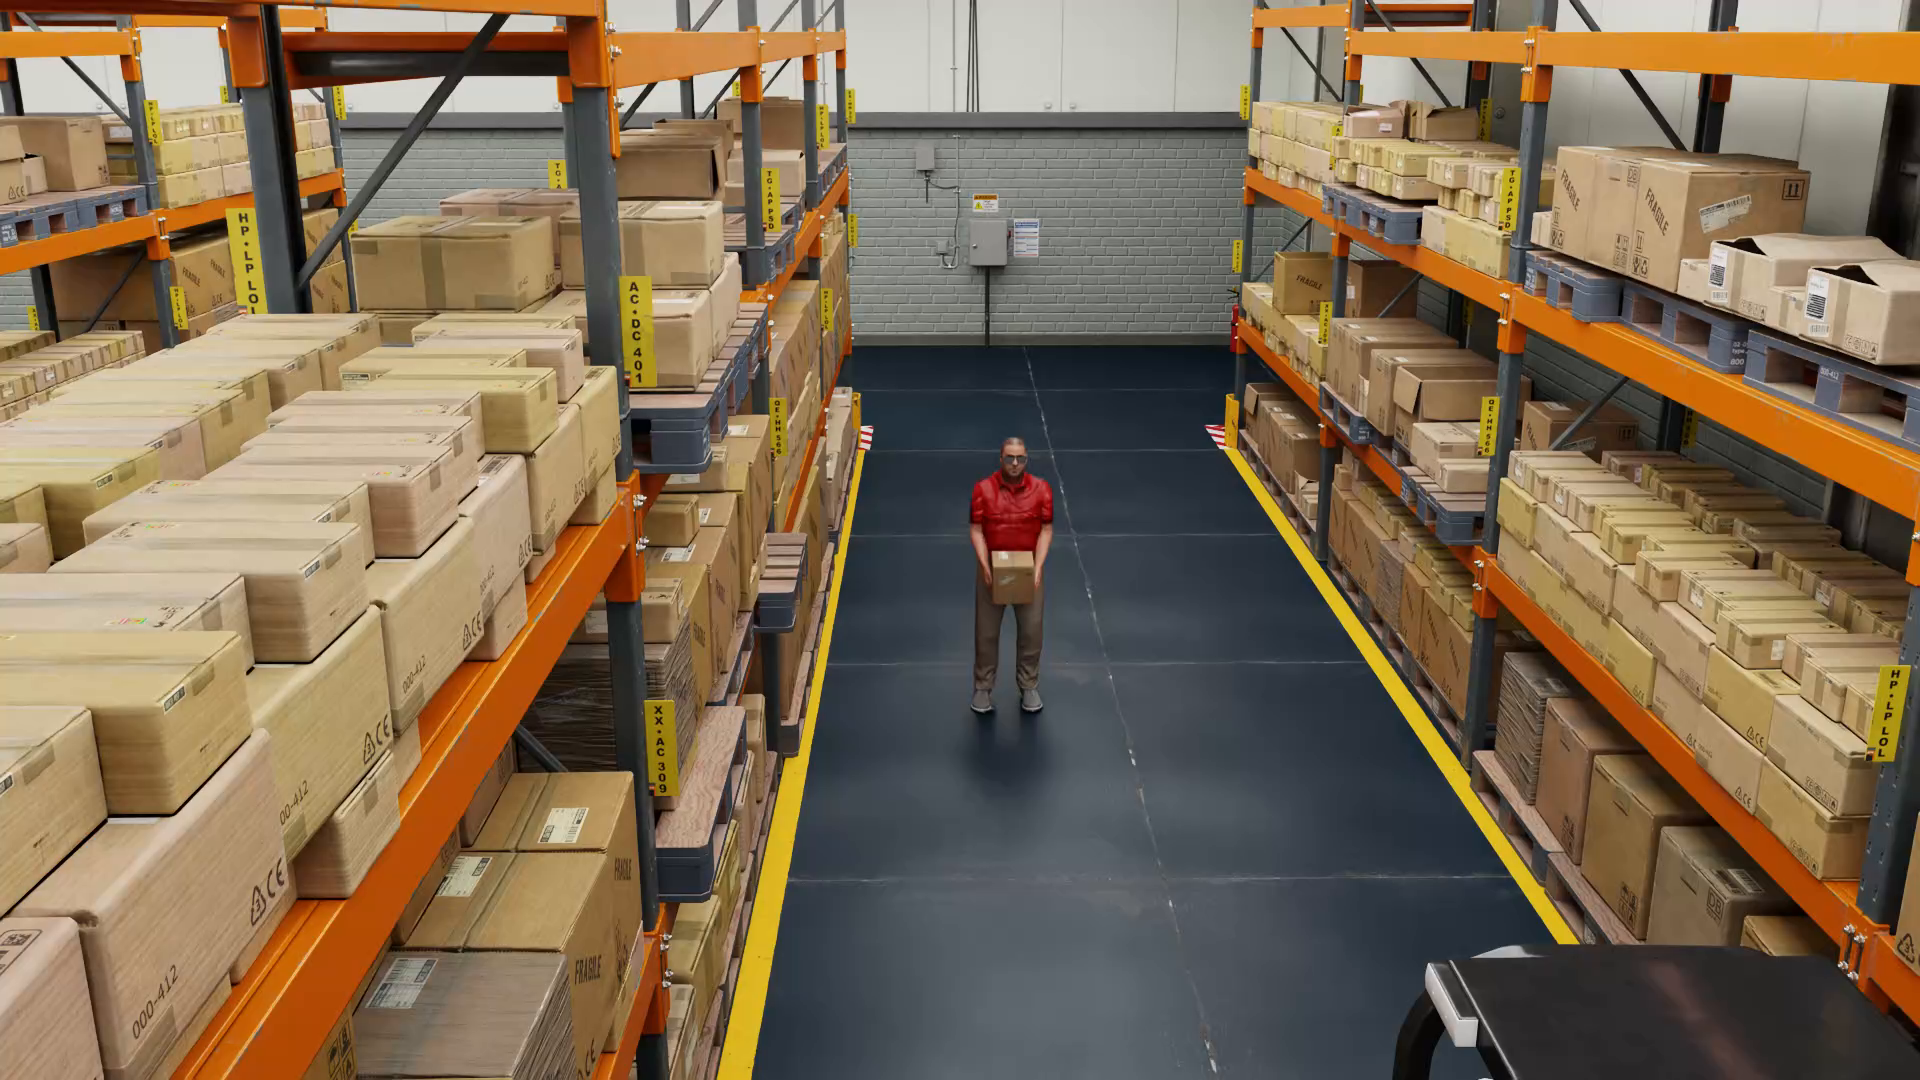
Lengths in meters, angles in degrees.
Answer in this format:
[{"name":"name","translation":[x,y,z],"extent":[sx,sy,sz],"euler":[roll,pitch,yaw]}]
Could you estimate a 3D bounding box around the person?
[{"name":"person","translation":[0.320,0.226,10.319],"extent":[0.527,1.732,0.496],"euler":[0,17,-1]}]
